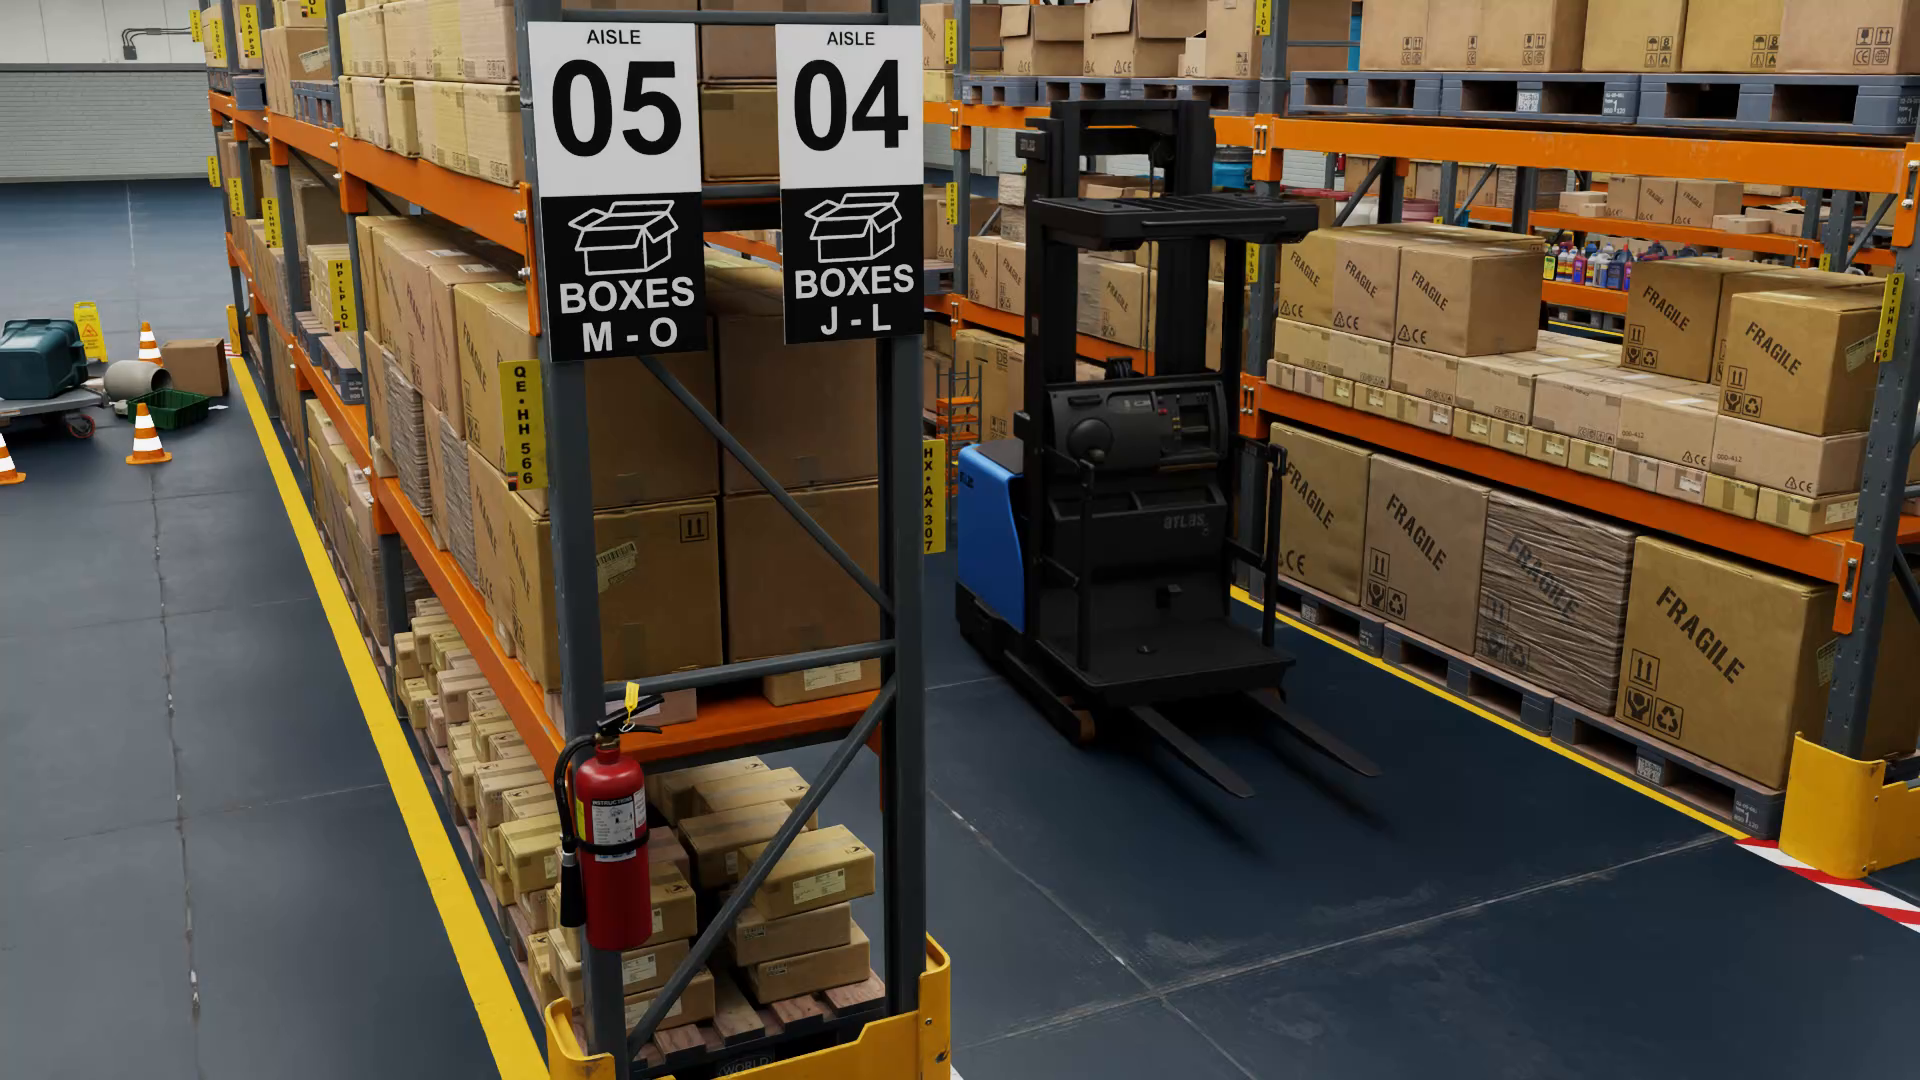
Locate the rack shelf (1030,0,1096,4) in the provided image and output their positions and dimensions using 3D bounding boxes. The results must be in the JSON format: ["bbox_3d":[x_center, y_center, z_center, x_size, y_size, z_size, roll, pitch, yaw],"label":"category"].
[{"bbox_3d":[2.247,-6.627,20.058,1.077,0.370,4.000,-8,18,-25],"label":"rack shelf"}]

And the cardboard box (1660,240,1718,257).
[{"bbox_3d":[11.025,-4.473,25.132,0.700,0.500,0.500,-9,18,-28],"label":"cardboard box"}]

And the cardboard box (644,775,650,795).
[{"bbox_3d":[-1.019,0.821,6.279,0.380,0.149,0.250,-7,17,-23],"label":"cardboard box"}]

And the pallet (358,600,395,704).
[{"bbox_3d":[-2.670,0.519,9.061,1.003,0.211,1.213,-8,18,-25],"label":"pallet"}]

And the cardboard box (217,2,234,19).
[{"bbox_3d":[-6.279,-4.619,14.537,0.380,0.149,0.250,-8,18,-25],"label":"cardboard box"}]

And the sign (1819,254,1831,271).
[{"bbox_3d":[6.133,-1.869,11.823,0.100,0.325,0.005,-8,18,-25],"label":"sign"}]

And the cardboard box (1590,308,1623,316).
[{"bbox_3d":[7.984,-2.878,20.066,0.500,0.250,0.500,-8,18,-27],"label":"cardboard box"}]

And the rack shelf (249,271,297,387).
[{"bbox_3d":[-4.956,-1.771,13.287,1.077,0.370,4.000,-8,18,-25],"label":"rack shelf"}]

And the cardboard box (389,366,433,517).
[{"bbox_3d":[-1.925,-0.416,6.540,0.500,0.500,0.500,-8,18,-26],"label":"cardboard box"}]

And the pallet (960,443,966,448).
[{"bbox_3d":[0.701,-0.650,13.133,1.003,0.211,1.213,-8,18,-25],"label":"pallet"}]

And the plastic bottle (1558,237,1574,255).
[{"bbox_3d":[5.538,-2.631,15.194,0.061,0.283,0.133,-8,18,-25],"label":"plastic bottle"}]

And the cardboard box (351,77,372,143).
[{"bbox_3d":[-2.134,-1.729,6.671,0.500,0.250,0.500,-8,18,-26],"label":"cardboard box"}]

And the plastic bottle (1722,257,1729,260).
[{"bbox_3d":[6.261,-2.190,13.669,0.152,0.276,0.135,-8,18,-25],"label":"plastic bottle"}]

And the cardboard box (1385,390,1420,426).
[{"bbox_3d":[2.466,-0.710,8.742,0.380,0.149,0.250,-8,18,-26],"label":"cardboard box"}]

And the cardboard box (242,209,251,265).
[{"bbox_3d":[-6.266,-2.908,15.675,0.875,0.550,0.550,-8,18,-25],"label":"cardboard box"}]

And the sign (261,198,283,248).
[{"bbox_3d":[-4.577,-2.109,11.064,0.100,0.325,0.005,-8,18,-25],"label":"sign"}]

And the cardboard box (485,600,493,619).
[{"bbox_3d":[-1.392,0.181,5.637,0.380,0.149,0.250,-9,18,-27],"label":"cardboard box"}]

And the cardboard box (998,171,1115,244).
[{"bbox_3d":[0.729,-2.542,12.671,0.797,0.503,0.637,-7,17,-23],"label":"cardboard box"}]

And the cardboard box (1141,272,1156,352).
[{"bbox_3d":[1.515,-1.458,10.711,0.500,0.500,0.500,-7,17,-23],"label":"cardboard box"}]

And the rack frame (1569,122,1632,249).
[{"bbox_3d":[10.277,-5.974,26.631,1.000,3.000,0.127,-8,18,-25],"label":"rack frame"}]

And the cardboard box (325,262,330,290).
[{"bbox_3d":[-3.592,-1.589,9.967,0.380,0.149,0.250,-7,17,-22],"label":"cardboard box"}]

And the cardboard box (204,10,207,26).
[{"bbox_3d":[-7.393,-5.249,16.733,0.380,0.149,0.250,-7,18,-24],"label":"cardboard box"}]

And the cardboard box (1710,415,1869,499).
[{"bbox_3d":[3.477,-0.370,6.836,0.500,0.250,0.500,-8,18,-26],"label":"cardboard box"}]

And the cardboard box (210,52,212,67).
[{"bbox_3d":[-7.280,-4.801,16.618,0.380,0.149,0.250,-8,18,-25],"label":"cardboard box"}]

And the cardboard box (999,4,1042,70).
[{"bbox_3d":[0.449,-4.073,13.479,0.500,0.500,0.500,-7,18,-24],"label":"cardboard box"}]

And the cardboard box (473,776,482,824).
[{"bbox_3d":[-1.626,0.971,6.297,0.380,0.149,0.250,-7,17,-22],"label":"cardboard box"}]

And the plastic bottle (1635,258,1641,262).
[{"bbox_3d":[5.544,-2.171,13.611,0.097,0.271,0.097,0,16,0],"label":"plastic bottle"}]

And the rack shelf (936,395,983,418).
[{"bbox_3d":[-0.006,-0.884,11.011,0.258,0.103,0.180,-8,18,-25],"label":"rack shelf"}]

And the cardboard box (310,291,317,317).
[{"bbox_3d":[-4.065,-1.566,10.965,0.380,0.149,0.250,-8,18,-26],"label":"cardboard box"}]

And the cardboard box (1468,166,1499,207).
[{"bbox_3d":[7.141,-4.670,21.906,0.700,0.500,0.500,-8,18,-25],"label":"cardboard box"}]

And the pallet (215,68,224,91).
[{"bbox_3d":[-6.711,-4.518,16.279,1.003,0.211,1.213,-8,18,-25],"label":"pallet"}]

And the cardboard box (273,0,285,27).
[{"bbox_3d":[-3.924,-3.217,10.016,0.396,0.266,0.258,-8,18,-25],"label":"cardboard box"}]

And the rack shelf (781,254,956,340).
[{"bbox_3d":[-0.453,-2.345,15.289,1.077,0.370,4.000,-8,18,-25],"label":"rack shelf"}]

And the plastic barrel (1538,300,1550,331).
[{"bbox_3d":[5.105,-1.833,15.373,0.600,0.830,0.708,-8,18,-25],"label":"plastic barrel"}]

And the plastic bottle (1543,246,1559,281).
[{"bbox_3d":[5.096,-2.380,14.319,0.061,0.283,0.133,-8,18,-25],"label":"plastic bottle"}]

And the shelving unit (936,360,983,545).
[{"bbox_3d":[-0.006,-0.580,11.098,0.258,1.200,0.189,-8,18,-25],"label":"shelving unit"}]

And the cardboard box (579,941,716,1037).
[{"bbox_3d":[-0.993,1.426,5.250,0.380,0.149,0.250,-7,18,-24],"label":"cardboard box"}]

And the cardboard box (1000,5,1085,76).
[{"bbox_3d":[0.755,-3.746,12.479,0.797,0.503,0.637,-7,17,-22],"label":"cardboard box"}]

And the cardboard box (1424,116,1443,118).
[{"bbox_3d":[6.718,-5.537,22.575,0.700,0.500,0.500,-8,18,-25],"label":"cardboard box"}]

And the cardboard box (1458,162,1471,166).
[{"bbox_3d":[6.822,-5.037,22.007,0.380,0.149,0.250,-8,18,-25],"label":"cardboard box"}]

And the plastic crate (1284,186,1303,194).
[{"bbox_3d":[3.611,-3.733,18.705,0.402,0.464,0.583,-8,18,-25],"label":"plastic crate"}]

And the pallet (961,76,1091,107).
[{"bbox_3d":[0.753,-3.393,12.540,1.213,0.211,1.003,-7,17,-22],"label":"pallet"}]

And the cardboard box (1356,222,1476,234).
[{"bbox_3d":[2.618,-1.553,9.597,0.500,0.500,0.500,-7,17,-23],"label":"cardboard box"}]

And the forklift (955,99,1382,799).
[{"bbox_3d":[0.951,-0.568,7.917,1.130,2.935,3.031,-6,17,-19],"label":"forklift"}]

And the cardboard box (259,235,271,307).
[{"bbox_3d":[-5.183,-2.122,13.027,0.500,0.500,0.500,-7,18,-24],"label":"cardboard box"}]

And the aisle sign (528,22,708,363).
[{"bbox_3d":[-0.812,-0.832,4.000,0.394,0.787,0.004,-8,18,-25],"label":"aisle sign"}]

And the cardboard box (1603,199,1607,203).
[{"bbox_3d":[8.128,-4.123,20.422,0.396,0.266,0.258,-8,18,-26],"label":"cardboard box"}]

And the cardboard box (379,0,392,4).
[{"bbox_3d":[-1.885,-1.997,5.978,0.380,0.149,0.250,-7,17,-22],"label":"cardboard box"}]

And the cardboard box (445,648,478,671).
[{"bbox_3d":[-2.005,0.558,7.196,0.380,0.149,0.250,-8,18,-26],"label":"cardboard box"}]

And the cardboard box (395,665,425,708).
[{"bbox_3d":[-2.456,0.669,7.889,0.380,0.149,0.250,-9,18,-27],"label":"cardboard box"}]

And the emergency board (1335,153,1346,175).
[{"bbox_3d":[7.684,-8.010,33.726,0.194,1.169,0.643,-8,18,-25],"label":"emergency board"}]

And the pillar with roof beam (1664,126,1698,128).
[{"bbox_3d":[7.491,-8.269,23.750,9.100,9.000,0.400,-8,18,-25],"label":"pillar with roof beam"}]

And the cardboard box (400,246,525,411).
[{"bbox_3d":[-1.691,-0.776,5.985,0.500,0.500,0.500,-8,18,-27],"label":"cardboard box"}]

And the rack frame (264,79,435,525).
[{"bbox_3d":[-4.079,-1.621,11.460,1.000,3.000,0.127,-8,18,-25],"label":"rack frame"}]

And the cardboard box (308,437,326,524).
[{"bbox_3d":[-3.999,-0.415,11.028,0.500,0.500,0.500,-8,18,-27],"label":"cardboard box"}]

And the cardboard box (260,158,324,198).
[{"bbox_3d":[-5.609,-3.019,14.338,0.700,0.500,0.500,-8,18,-26],"label":"cardboard box"}]

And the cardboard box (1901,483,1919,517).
[{"bbox_3d":[4.069,-0.218,7.029,0.380,0.149,0.250,-7,18,-24],"label":"cardboard box"}]
